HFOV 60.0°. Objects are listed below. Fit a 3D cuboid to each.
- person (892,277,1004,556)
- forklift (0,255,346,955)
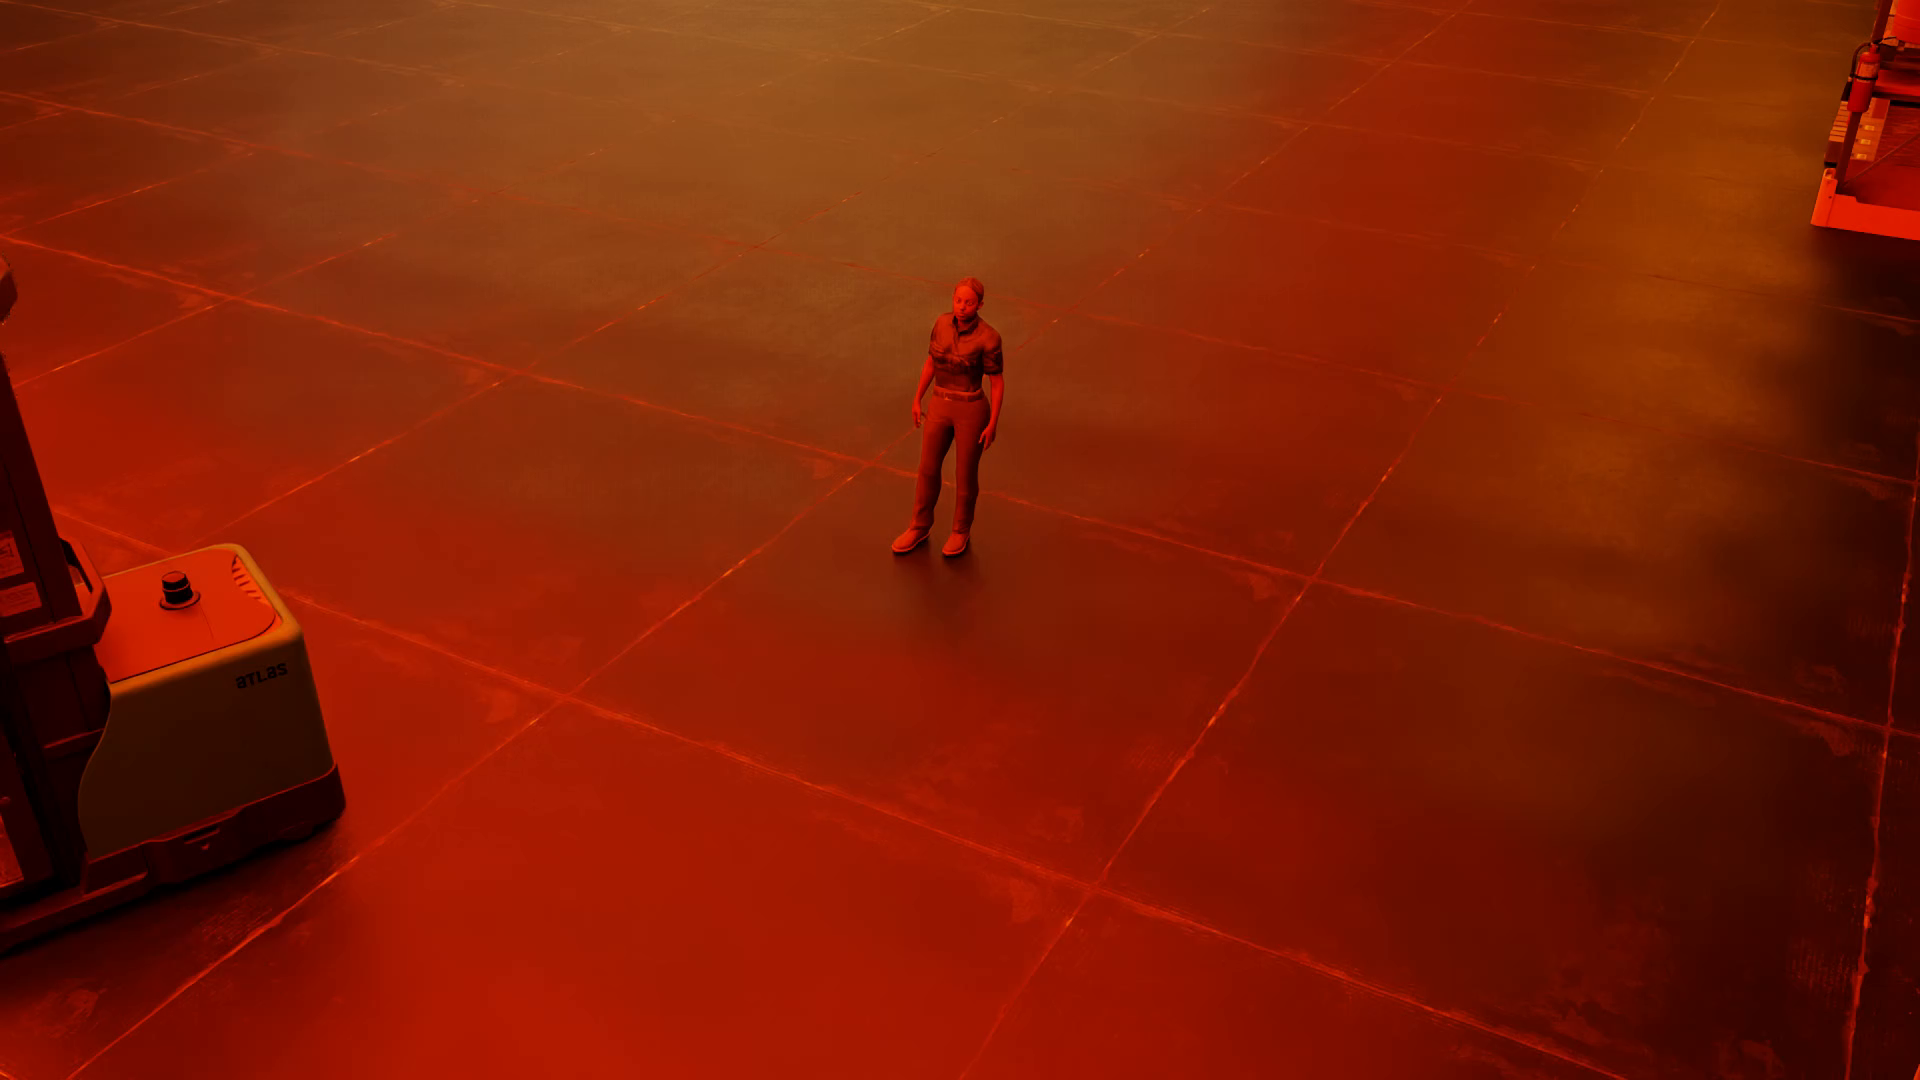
[{"bbox_3d":[-0.060,-0.689,9.528,0.569,1.654,0.504,15,33,25],"label":"person"},{"bbox_3d":[-4.341,0.281,6.583,3.031,2.935,1.130,-20,36,-31],"label":"forklift"}]
